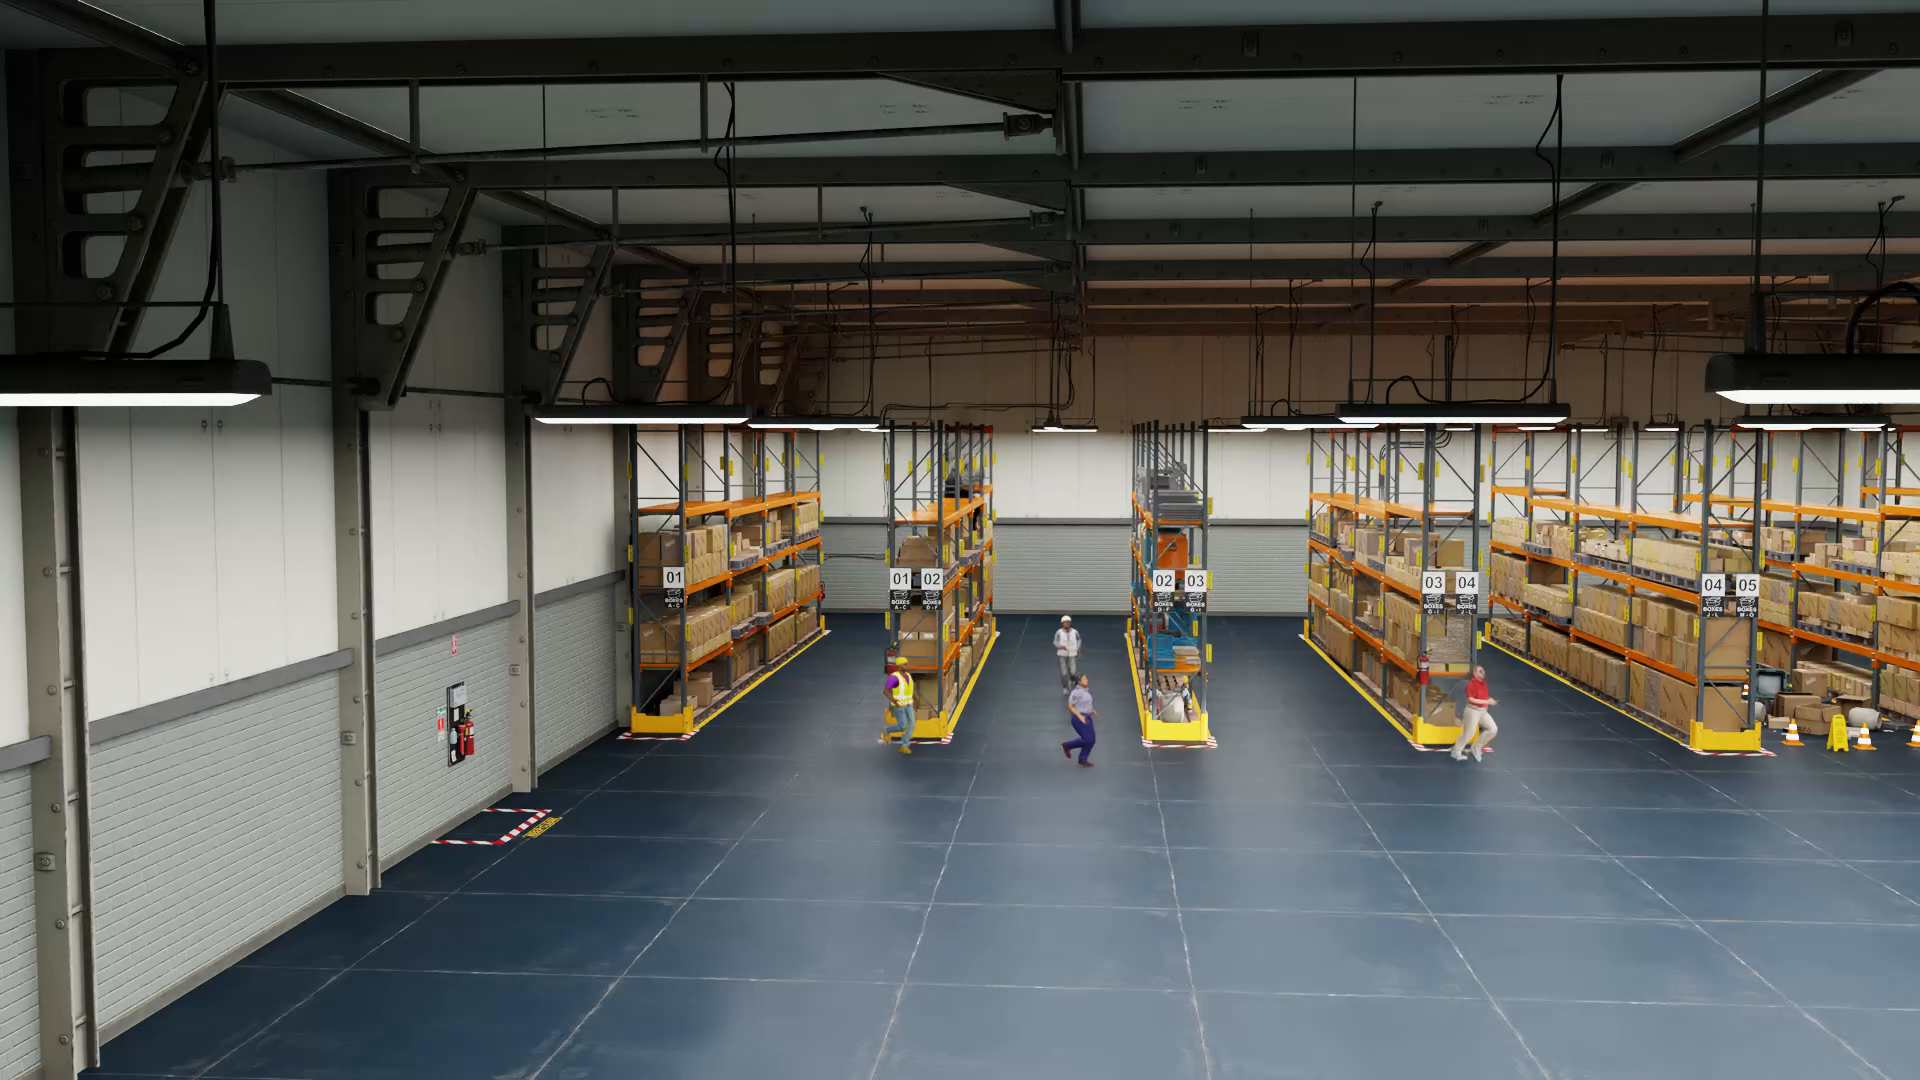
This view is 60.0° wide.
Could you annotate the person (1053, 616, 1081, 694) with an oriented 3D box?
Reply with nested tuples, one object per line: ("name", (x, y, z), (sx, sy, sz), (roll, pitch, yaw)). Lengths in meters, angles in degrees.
("person", (2.373, 2.536, 36.567), (0.645, 1.732, 0.592), (0, 4, -3))

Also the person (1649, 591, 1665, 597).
("person", (19.945, 1.863, 47.284), (0.745, 1.824, 0.693), (1, 4, 18))

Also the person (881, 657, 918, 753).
("person", (-1.064, 2.975, 30.100), (0.671, 1.723, 0.720), (3, 5, 40))

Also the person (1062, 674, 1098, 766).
("person", (2.076, 3.116, 28.785), (0.558, 1.584, 0.619), (2, 4, 25))

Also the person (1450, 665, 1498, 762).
("person", (9.026, 3.028, 29.000), (0.681, 1.705, 0.859), (-3, 5, -40))
